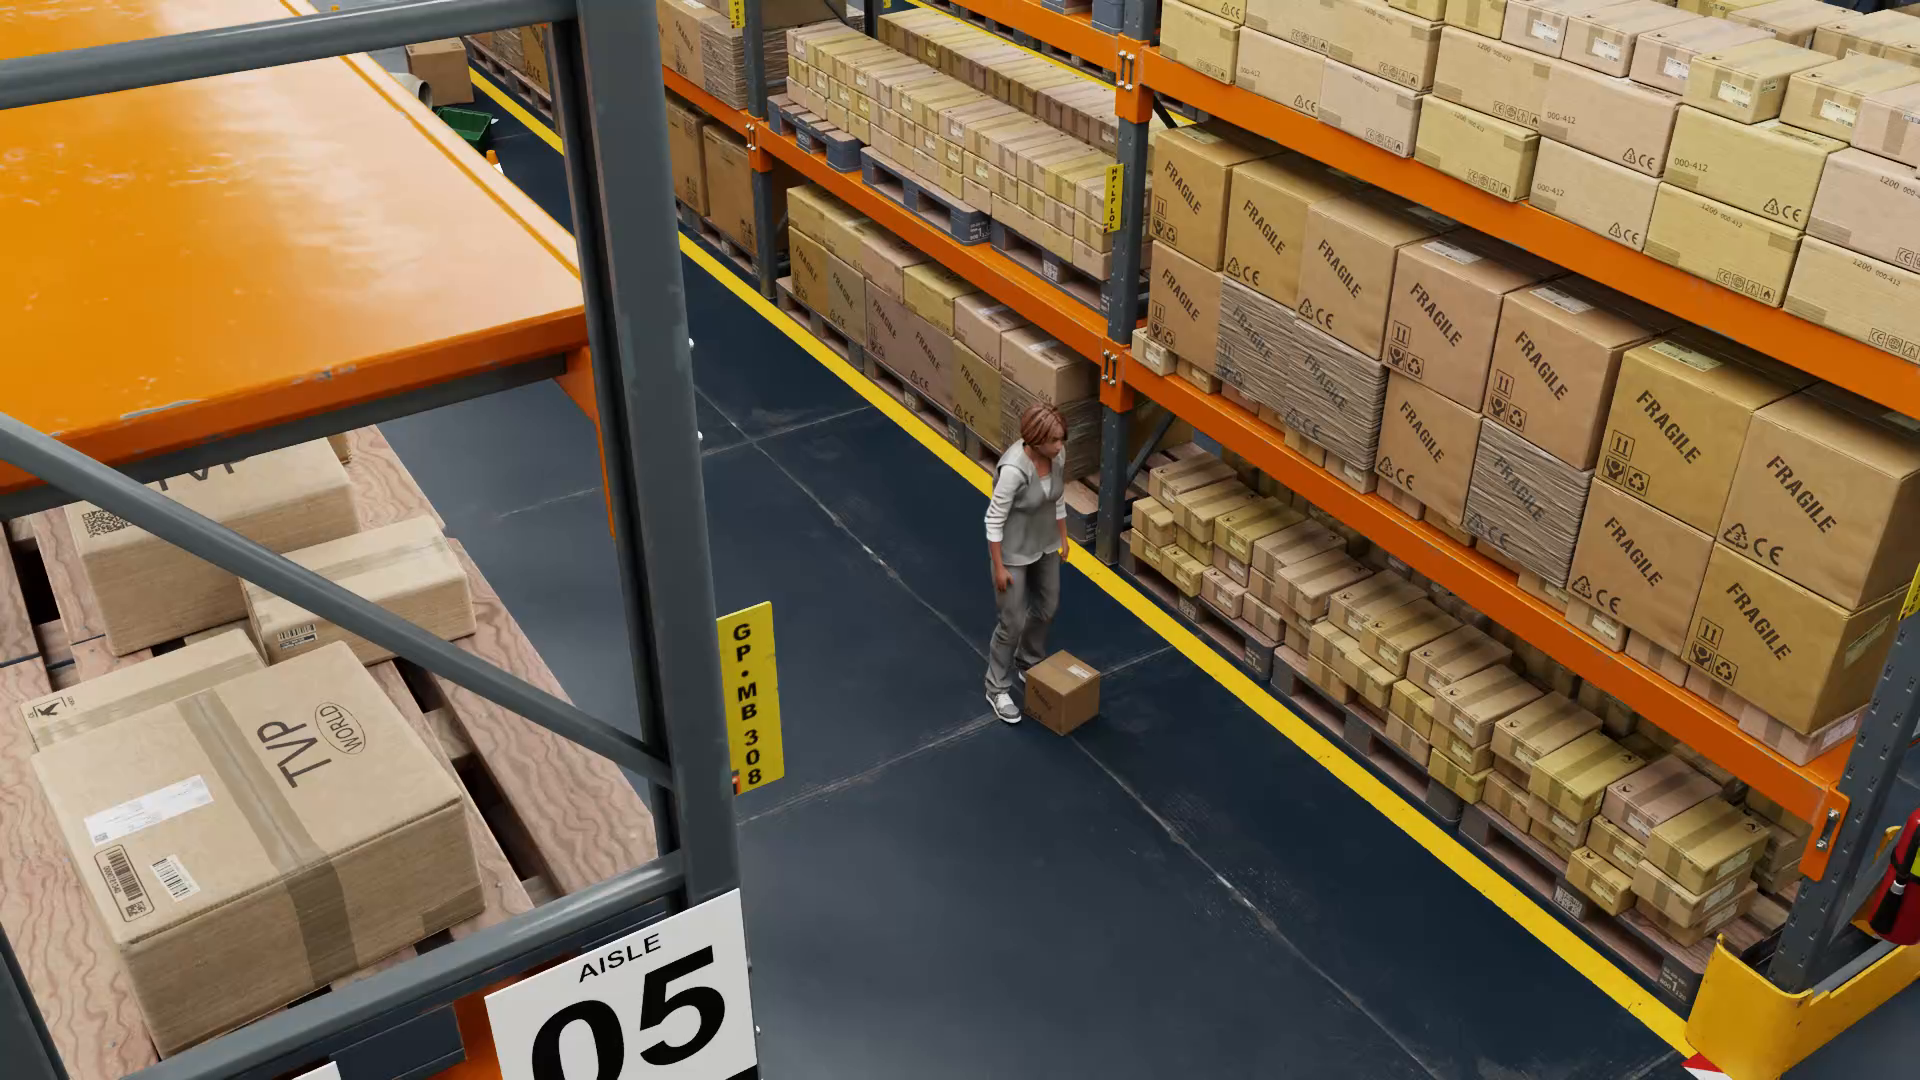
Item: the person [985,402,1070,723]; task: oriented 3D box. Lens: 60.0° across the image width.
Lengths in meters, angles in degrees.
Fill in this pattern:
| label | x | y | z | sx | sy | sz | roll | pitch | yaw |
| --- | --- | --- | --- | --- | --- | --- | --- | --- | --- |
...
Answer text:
| label | x | y | z | sx | sy | sz | roll | pitch | yaw |
| --- | --- | --- | --- | --- | --- | --- | --- | --- | --- |
| person | 0.313 | 0.069 | 7.601 | 0.468 | 1.593 | 0.349 | -26 | 41 | -34 |
